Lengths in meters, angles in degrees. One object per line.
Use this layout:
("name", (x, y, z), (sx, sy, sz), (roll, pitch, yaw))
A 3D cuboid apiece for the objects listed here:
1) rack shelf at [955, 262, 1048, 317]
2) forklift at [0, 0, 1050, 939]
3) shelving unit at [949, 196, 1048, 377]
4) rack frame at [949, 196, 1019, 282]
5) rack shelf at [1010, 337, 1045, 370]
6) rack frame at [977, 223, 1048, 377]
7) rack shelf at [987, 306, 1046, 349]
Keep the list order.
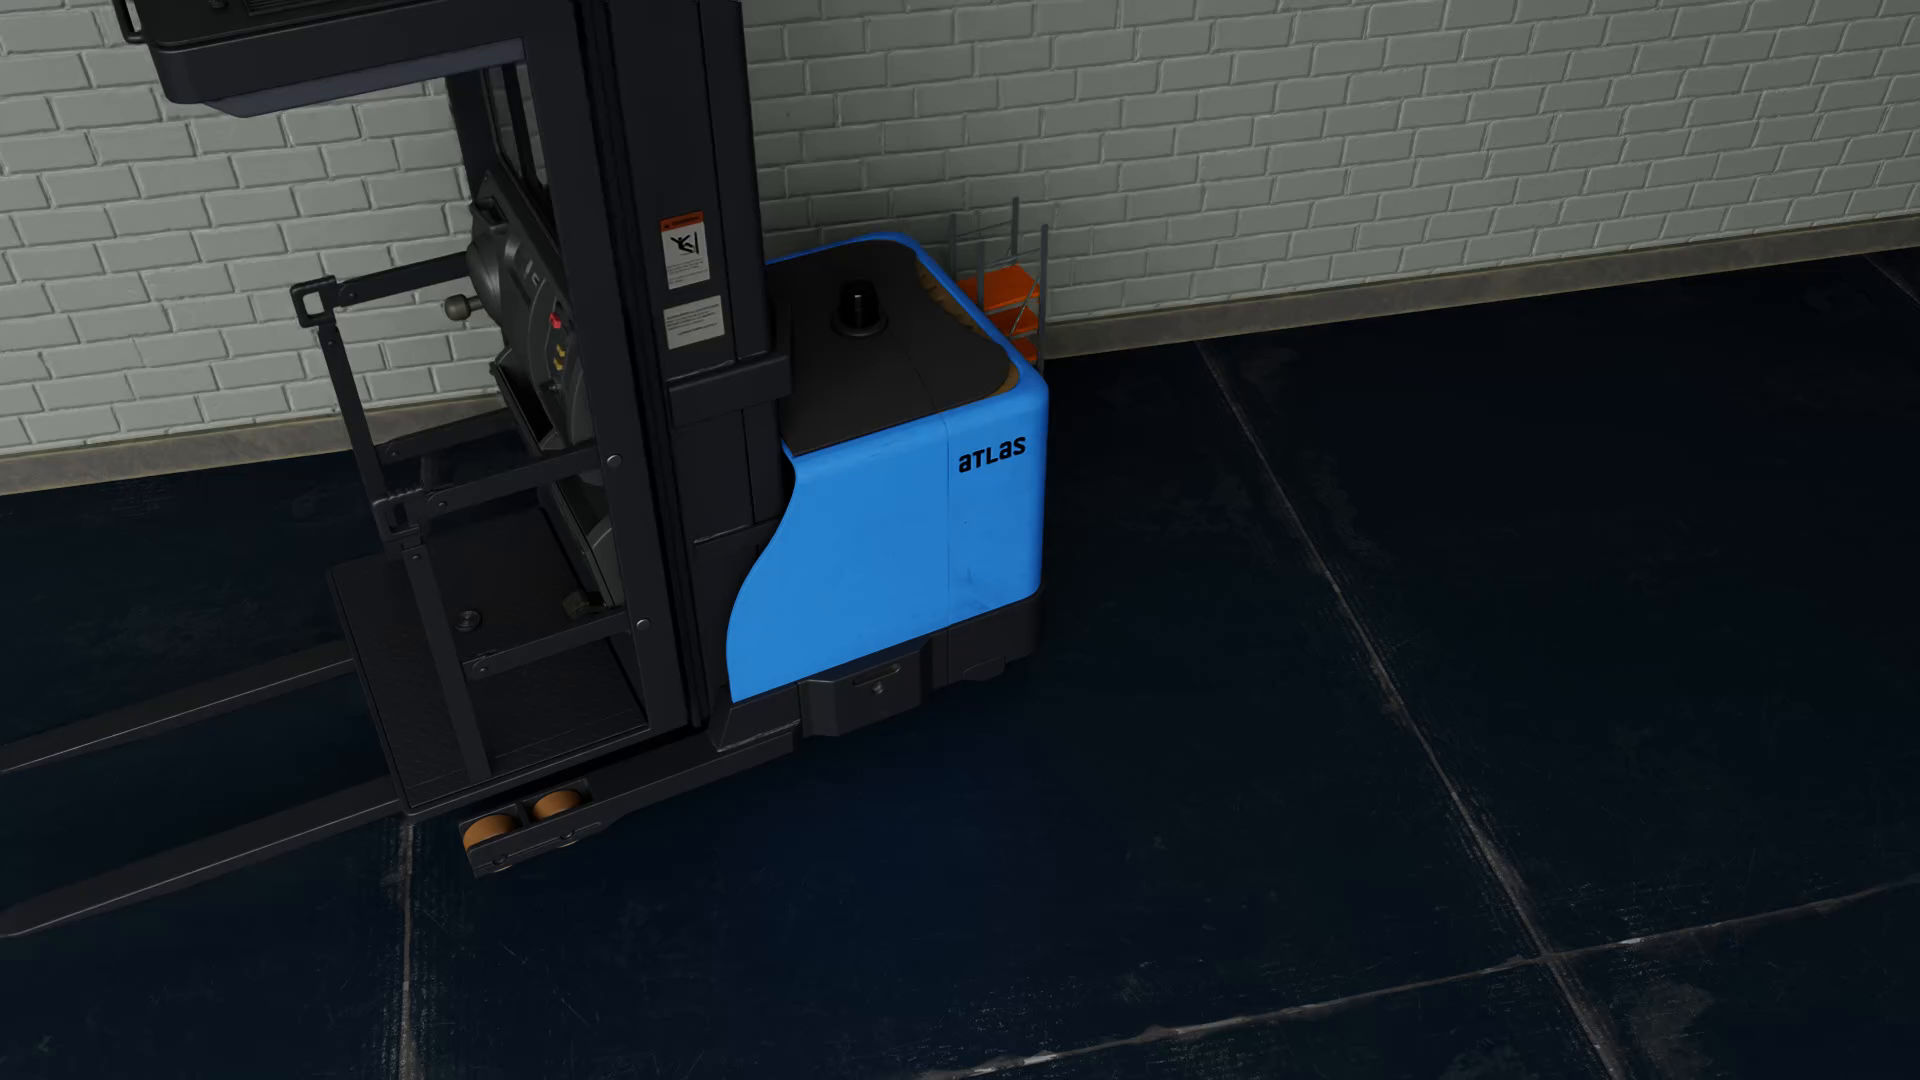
("rack shelf", (0.118, -0.757, 5.223), (0.258, 0.103, 0.180), (-19, 45, -20))
("forklift", (-1.285, -0.562, 4.175), (3.031, 2.935, 1.130), (-19, 45, -20))
("shelving unit", (0.118, -0.520, 5.431), (0.258, 1.200, 0.189), (-19, 45, -20))
("rack frame", (0.076, -0.573, 5.492), (0.240, 1.200, 0.006), (-19, 45, -20))
("rack shelf", (0.118, -0.577, 5.381), (0.258, 0.103, 0.180), (-19, 45, -20))
("rack frame", (0.161, -0.466, 5.370), (0.240, 1.200, 0.006), (-19, 45, -20))
("rack shelf", (0.118, -0.667, 5.302), (0.258, 0.103, 0.180), (-19, 45, -20))
